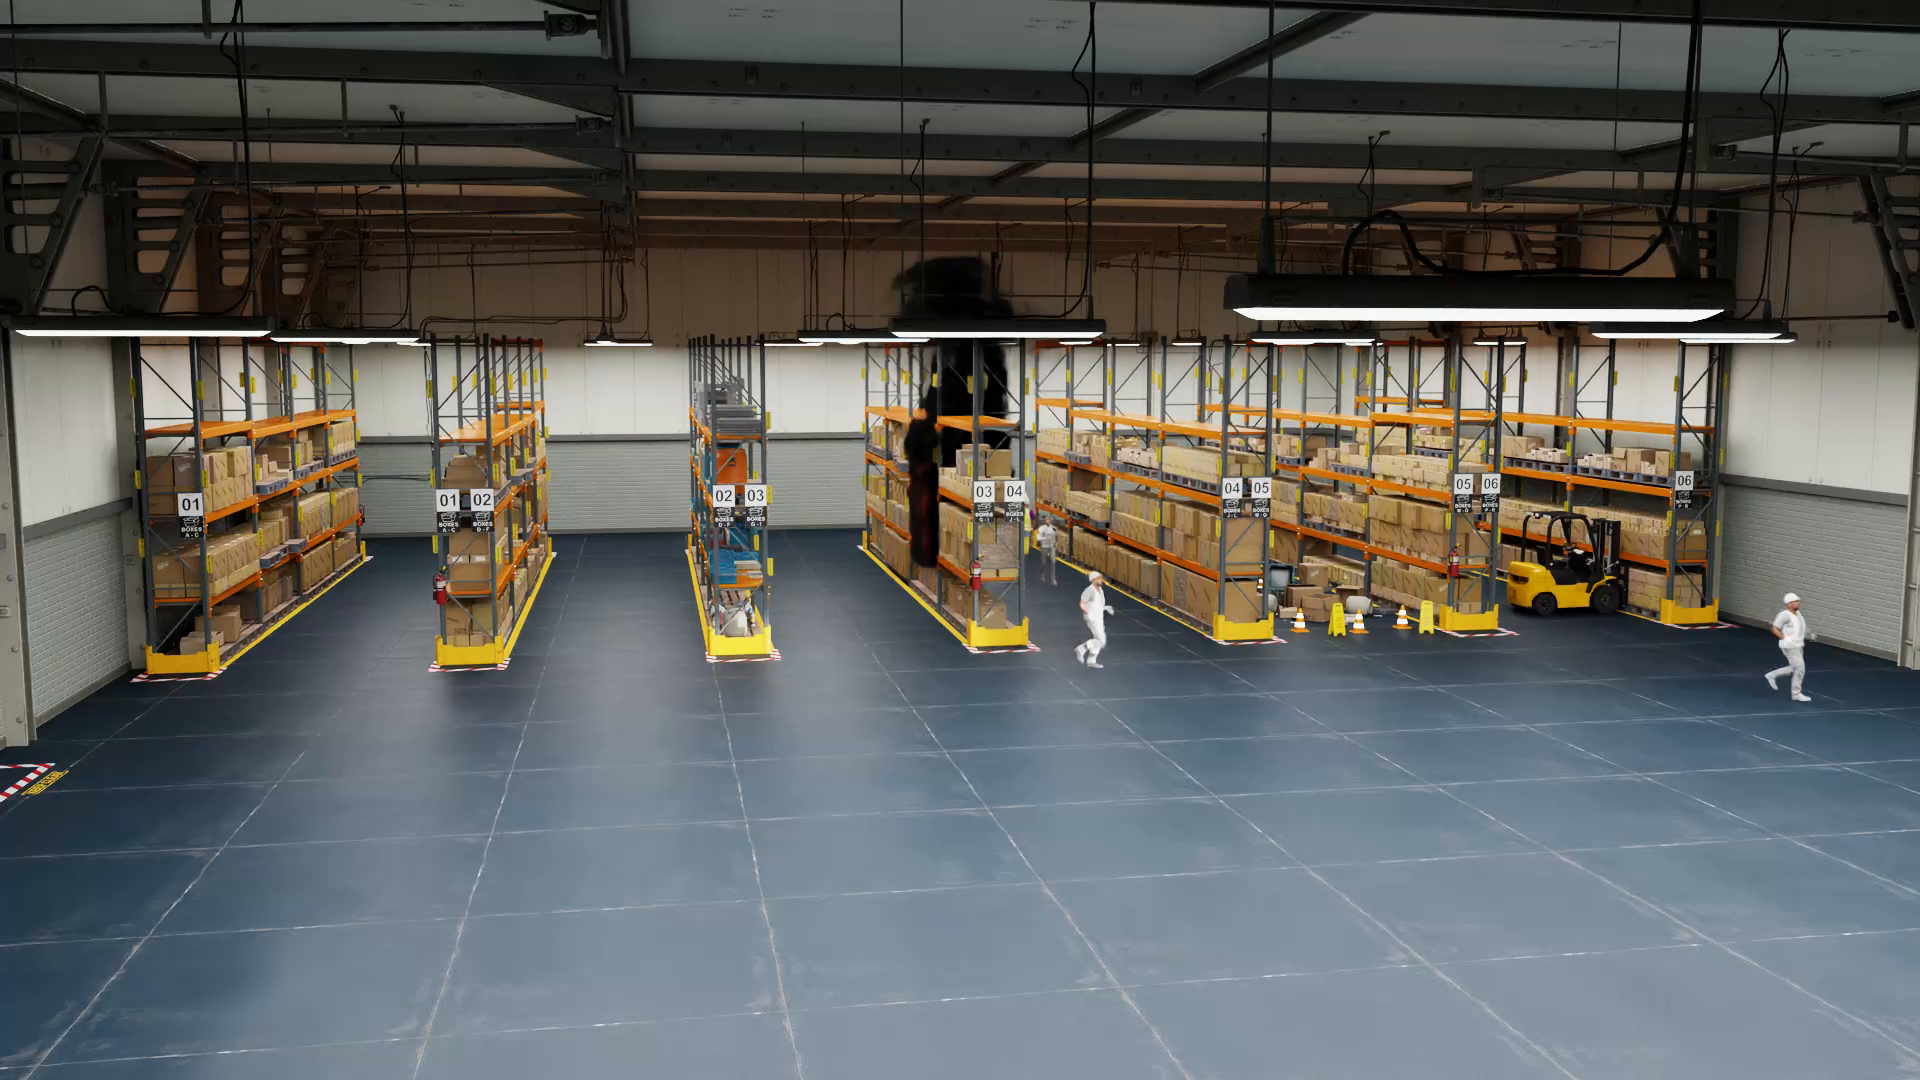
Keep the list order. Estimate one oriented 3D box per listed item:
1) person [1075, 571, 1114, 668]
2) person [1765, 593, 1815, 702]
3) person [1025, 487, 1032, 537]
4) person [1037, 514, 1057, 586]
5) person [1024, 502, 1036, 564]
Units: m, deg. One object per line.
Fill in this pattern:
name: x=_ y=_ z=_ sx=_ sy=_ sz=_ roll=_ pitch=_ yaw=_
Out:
person: x=2.431 y=1.429 z=29.989 sx=0.631 sy=1.751 sz=0.645 roll=3 pitch=7 yaw=25
person: x=13.585 y=1.744 z=27.235 sx=0.694 sy=1.746 sz=0.804 roll=-6 pitch=9 yaw=-40
person: x=1.812 y=-0.792 z=49.321 sx=0.853 sy=1.741 sz=0.700 roll=-3 pitch=7 yaw=-21
person: x=2.138 y=0.221 z=40.606 sx=0.602 sy=1.729 sz=0.812 roll=-2 pitch=7 yaw=-17
person: x=1.698 y=-0.231 z=44.568 sx=0.698 sy=1.728 sz=0.546 roll=-1 pitch=7 yaw=-5
